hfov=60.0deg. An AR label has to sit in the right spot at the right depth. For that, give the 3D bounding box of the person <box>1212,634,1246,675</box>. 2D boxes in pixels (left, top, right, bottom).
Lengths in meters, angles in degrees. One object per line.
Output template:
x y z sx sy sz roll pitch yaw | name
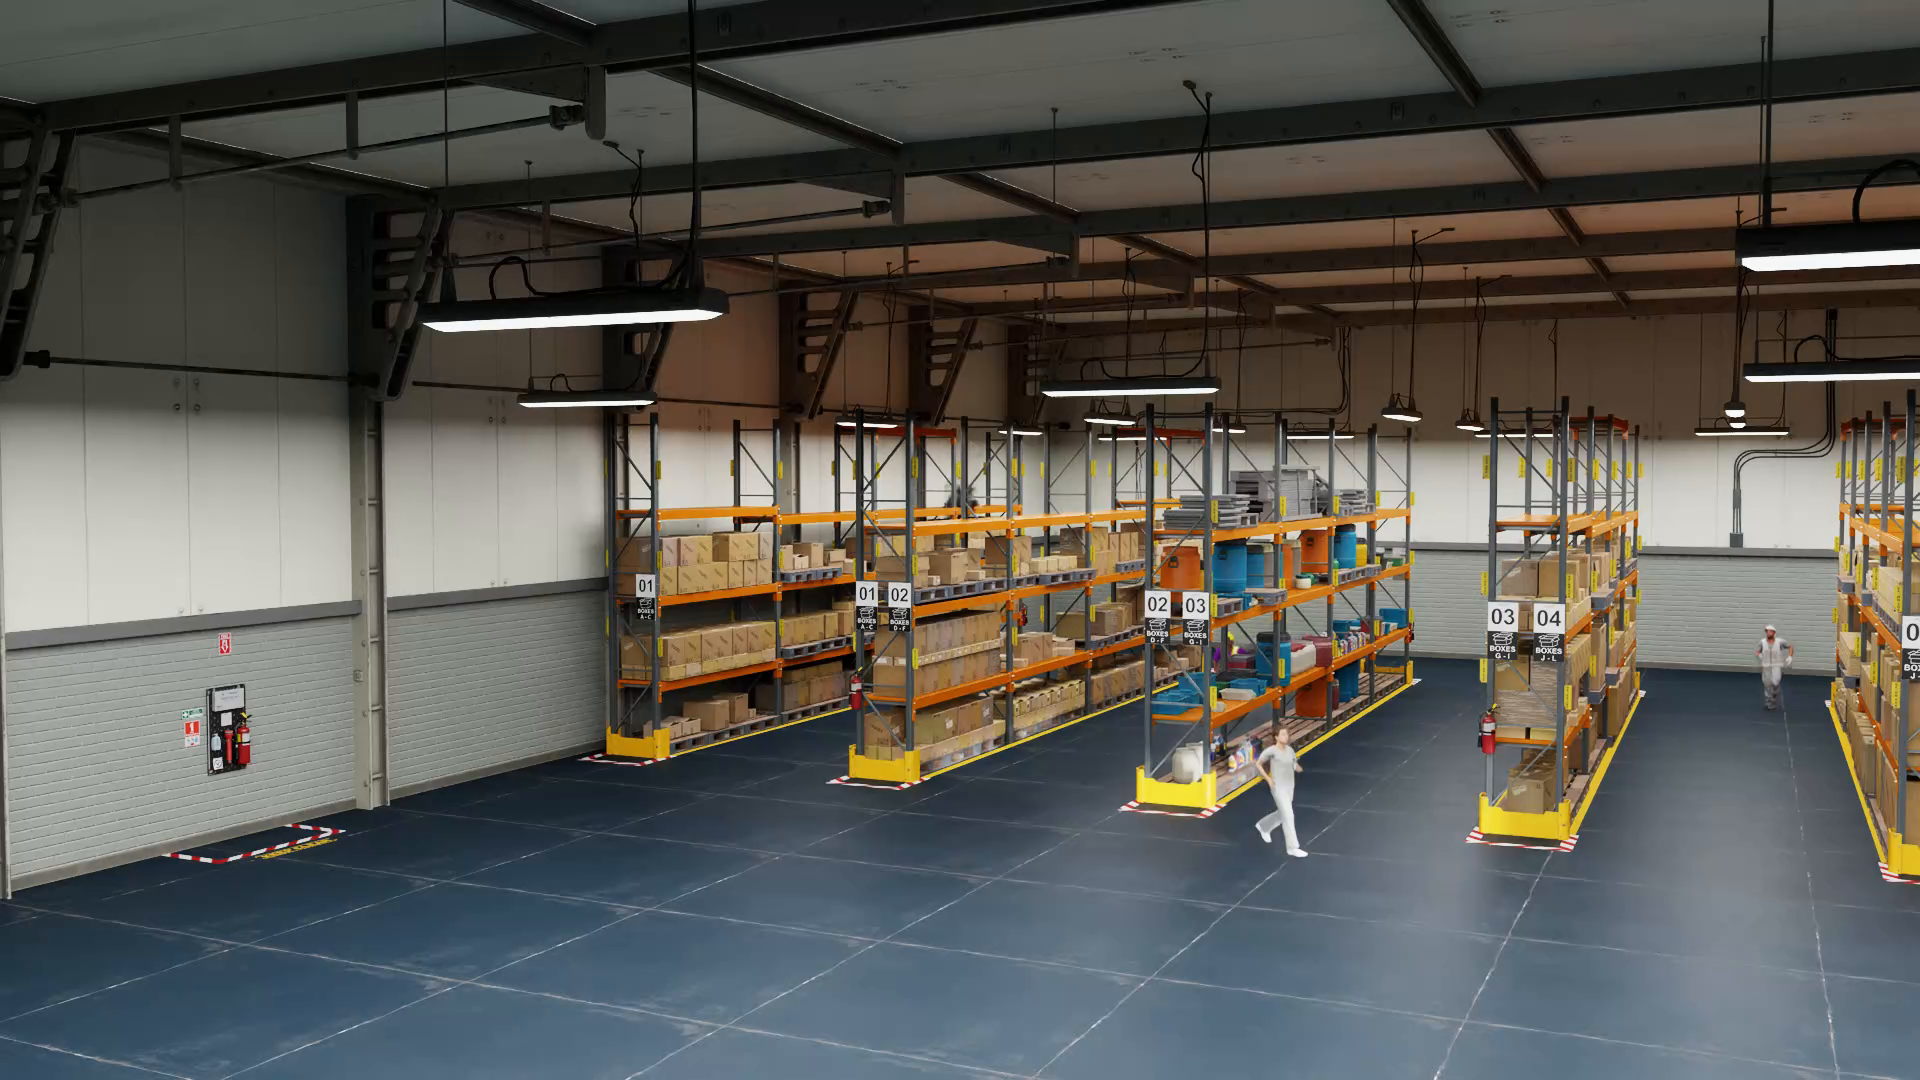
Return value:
5.390 2.739 33.267 0.726 1.754 0.927 1 3 25 | person

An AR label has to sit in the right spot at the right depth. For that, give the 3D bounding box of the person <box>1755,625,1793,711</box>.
16.870 2.651 34.524 0.670 1.758 0.865 2 3 39 | person

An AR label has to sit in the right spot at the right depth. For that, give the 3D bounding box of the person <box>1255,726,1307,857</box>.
4.180 3.238 21.685 0.571 1.646 0.957 -2 3 -36 | person
